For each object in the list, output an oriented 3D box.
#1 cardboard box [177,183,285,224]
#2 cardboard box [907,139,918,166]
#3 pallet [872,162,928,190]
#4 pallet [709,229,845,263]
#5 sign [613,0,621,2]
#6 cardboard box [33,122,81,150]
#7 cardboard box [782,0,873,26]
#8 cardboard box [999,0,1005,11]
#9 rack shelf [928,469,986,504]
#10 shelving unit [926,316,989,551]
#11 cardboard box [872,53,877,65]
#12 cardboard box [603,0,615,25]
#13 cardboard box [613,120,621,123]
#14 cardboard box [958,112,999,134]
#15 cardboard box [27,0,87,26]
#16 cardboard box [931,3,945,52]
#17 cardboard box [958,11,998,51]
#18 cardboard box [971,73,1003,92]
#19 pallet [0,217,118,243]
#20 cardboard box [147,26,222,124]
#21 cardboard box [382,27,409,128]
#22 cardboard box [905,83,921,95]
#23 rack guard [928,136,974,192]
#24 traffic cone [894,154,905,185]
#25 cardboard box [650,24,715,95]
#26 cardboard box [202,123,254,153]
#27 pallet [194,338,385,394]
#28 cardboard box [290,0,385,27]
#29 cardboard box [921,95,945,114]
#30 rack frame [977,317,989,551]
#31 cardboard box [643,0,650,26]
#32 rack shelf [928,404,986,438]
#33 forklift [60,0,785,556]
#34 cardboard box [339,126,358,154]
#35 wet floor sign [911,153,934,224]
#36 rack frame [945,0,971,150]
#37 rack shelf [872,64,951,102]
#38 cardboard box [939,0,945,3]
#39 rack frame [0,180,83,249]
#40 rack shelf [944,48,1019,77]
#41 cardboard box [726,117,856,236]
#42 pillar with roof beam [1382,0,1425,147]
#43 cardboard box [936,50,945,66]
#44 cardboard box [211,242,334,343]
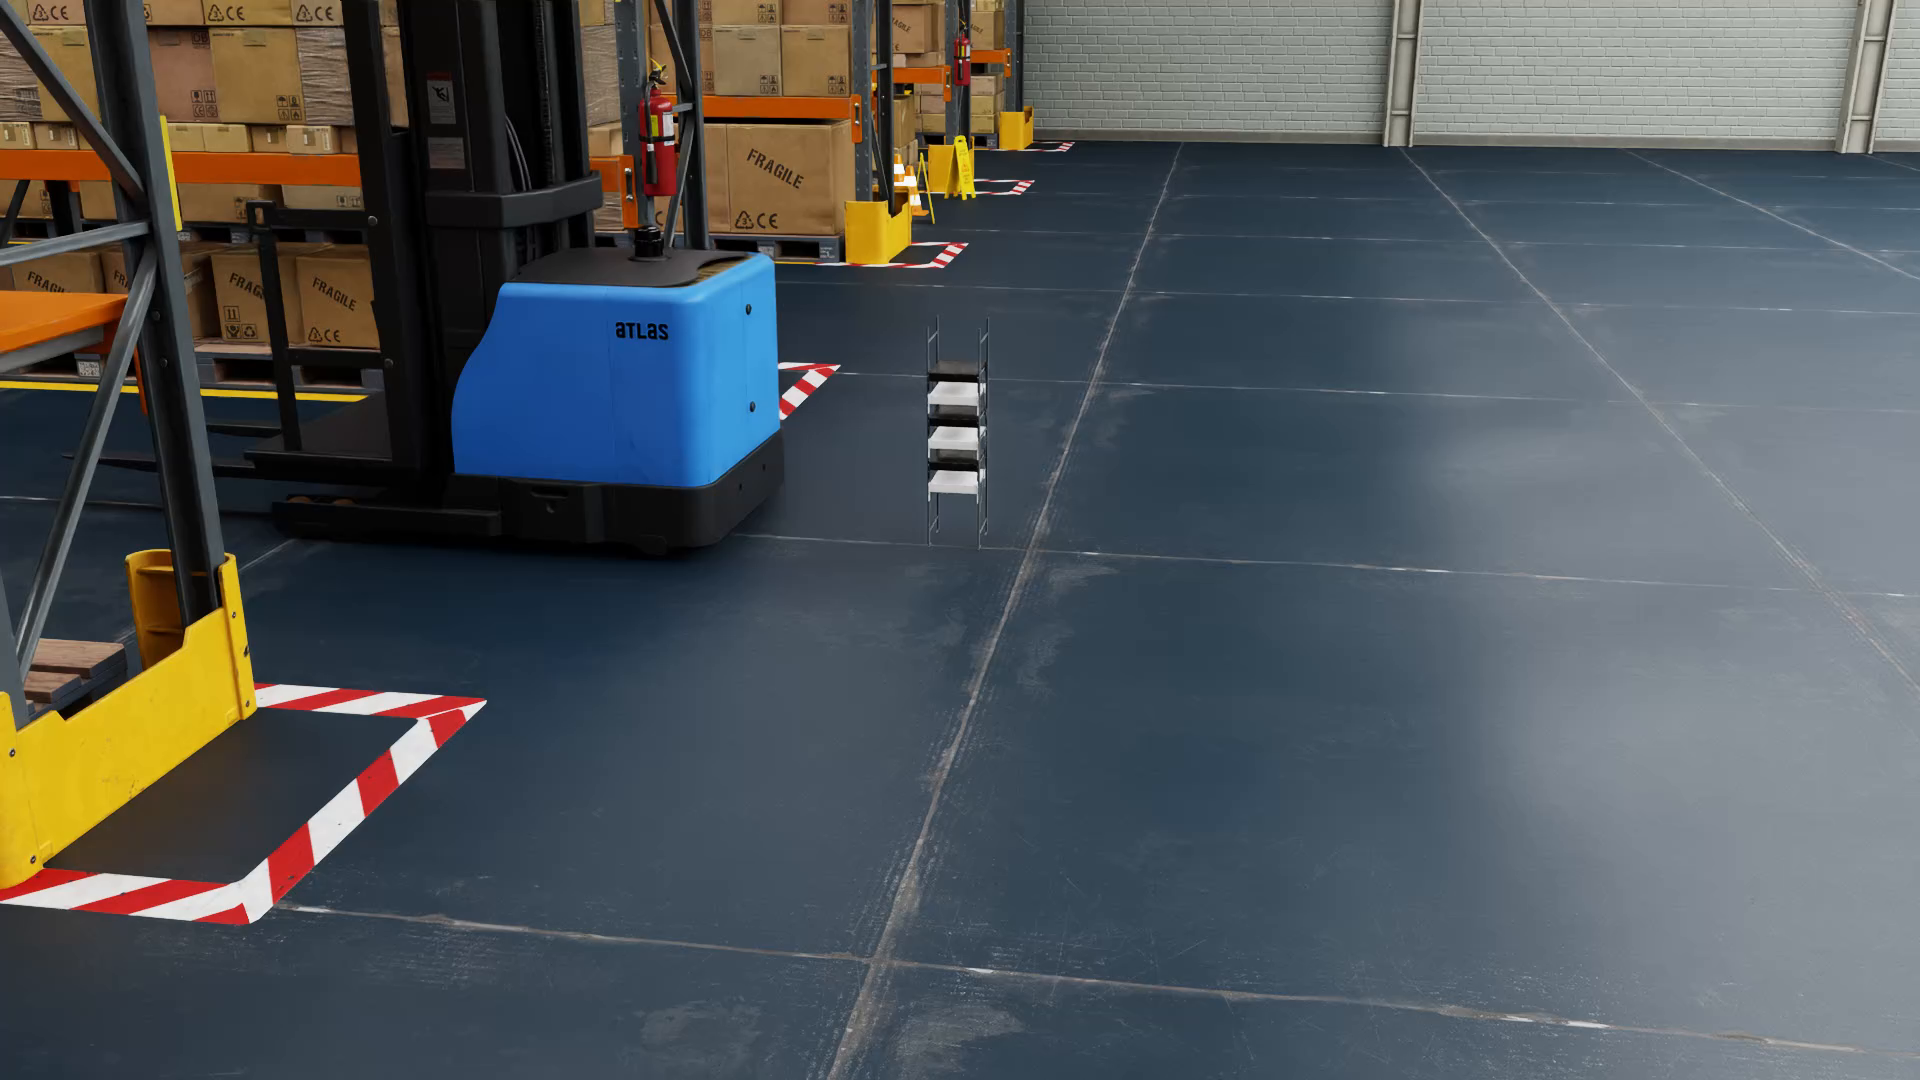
[{"bbox_3d":[-6.232,-3.229,14.609,0.750,0.750,1.050,3,19,9],"label":"cardboard box"},{"bbox_3d":[-0.770,-4.421,18.959,0.500,0.250,0.500,3,19,8],"label":"cardboard box"},{"bbox_3d":[-0.889,-4.131,18.818,1.213,0.211,1.003,3,19,9],"label":"pallet"},{"bbox_3d":[-1.505,-2.535,14.048,1.213,0.211,1.003,3,19,9],"label":"pallet"},{"bbox_3d":[-1.698,-2.819,8.179,0.005,0.325,0.100,3,19,9],"label":"sign"},{"bbox_3d":[-4.879,-2.250,9.196,0.250,0.149,0.380,3,19,9],"label":"cardboard box"},{"bbox_3d":[-1.063,-4.456,13.456,0.550,0.550,0.875,3,19,9],"label":"cardboard box"},{"bbox_3d":[0.472,-7.407,23.032,0.250,0.149,0.380,2,19,7],"label":"cardboard box"},{"bbox_3d":[-0.008,-0.225,6.729,0.200,0.077,0.258,3,19,9],"label":"rack shelf"},{"bbox_3d":[-0.008,-0.427,6.662,0.210,0.900,0.258,3,19,9],"label":"shelving unit"},{"bbox_3d":[-0.938,-5.228,18.098,0.250,0.149,0.380,3,19,8],"label":"cardboard box"},{"bbox_3d":[-2.090,-3.069,9.046,0.500,0.500,0.500,3,19,9],"label":"cardboard box"},{"bbox_3d":[-1.833,-2.263,9.236,0.250,0.149,0.380,3,19,9],"label":"cardboard box"},{"bbox_3d":[0.252,-5.773,23.002,0.500,0.250,0.500,3,19,9],"label":"cardboard box"},{"bbox_3d":[-4.641,-3.030,8.930,0.500,0.500,0.500,3,19,9],"label":"cardboard box"},{"bbox_3d":[-0.442,-5.697,18.477,0.500,0.500,0.500,3,19,8],"label":"cardboard box"},{"bbox_3d":[0.238,-6.943,22.669,0.500,0.500,0.500,3,19,7],"label":"cardboard box"},{"bbox_3d":[0.321,-6.406,23.318,0.500,0.250,0.500,3,19,8],"label":"cardboard box"},{"bbox_3d":[-7.835,-2.859,15.016,1.213,0.211,1.003,3,19,9],"label":"pallet"},{"bbox_3d":[-4.107,-2.611,9.254,0.500,0.500,0.875,3,19,9],"label":"cardboard box"},{"bbox_3d":[-2.641,-2.506,8.938,0.500,0.500,0.875,3,19,9],"label":"cardboard box"},{"bbox_3d":[-0.743,-6.294,22.983,0.500,0.250,0.500,3,19,9],"label":"cardboard box"},{"bbox_3d":[-0.093,-4.216,18.617,0.348,0.500,1.175,3,19,9],"label":"rack guard"},{"bbox_3d":[-0.647,-3.813,17.468,0.334,0.463,0.336,3,19,9],"label":"traffic cone"},{"bbox_3d":[-2.156,-4.006,13.813,0.550,0.550,0.875,3,19,9],"label":"cardboard box"},{"bbox_3d":[-3.891,-2.199,9.044,0.250,0.149,0.380,3,19,9],"label":"cardboard box"},{"bbox_3d":[-3.662,-1.089,9.725,1.213,0.211,1.003,3,19,9],"label":"pallet"},{"bbox_3d":[-3.160,-2.956,8.707,0.500,0.500,0.500,3,19,9],"label":"cardboard box"},{"bbox_3d":[-0.258,-6.041,23.013,0.500,0.250,0.500,3,19,8],"label":"cardboard box"},{"bbox_3d":[0.092,-0.422,6.646,0.006,0.900,0.240,3,19,9],"label":"rack frame"},{"bbox_3d":[-2.696,-4.512,13.622,0.500,0.550,0.875,3,19,9],"label":"cardboard box"},{"bbox_3d":[-0.008,-0.481,6.644,0.200,0.077,0.258,3,19,9],"label":"rack shelf"},{"bbox_3d":[-2.345,-1.548,6.810,3.031,2.935,1.130,4,19,11],"label":"forklift"},{"bbox_3d":[-3.141,-2.182,8.992,0.250,0.149,0.380,3,19,9],"label":"cardboard box"},{"bbox_3d":[-0.361,-3.345,15.782,0.232,0.644,0.267,0,19,-1],"label":"wet floor sign"},{"bbox_3d":[-0.018,-5.398,18.209,0.127,3.000,1.000,3,19,9],"label":"rack frame"},{"bbox_3d":[-1.993,-5.158,18.624,4.000,0.370,1.077,3,19,9],"label":"rack shelf"},{"bbox_3d":[-0.124,-7.274,22.635,0.250,0.149,0.380,3,19,10],"label":"cardboard box"},{"bbox_3d":[-5.539,-2.495,9.532,0.127,3.000,1.000,3,19,9],"label":"rack frame"},{"bbox_3d":[-1.209,-6.713,23.272,4.000,0.370,1.077,3,19,9],"label":"rack shelf"},{"bbox_3d":[-1.383,-3.047,13.870,0.875,0.875,0.875,3,19,9],"label":"cardboard box"},{"bbox_3d":[5.463,-8.465,17.920,0.400,9.000,9.100,3,19,9],"label":"pillar with roof beam"},{"bbox_3d":[-0.320,-5.361,18.494,0.250,0.149,0.380,3,19,9],"label":"cardboard box"},{"bbox_3d":[-3.958,-1.443,9.665,0.500,0.500,0.500,1,19,4],"label":"cardboard box"}]
